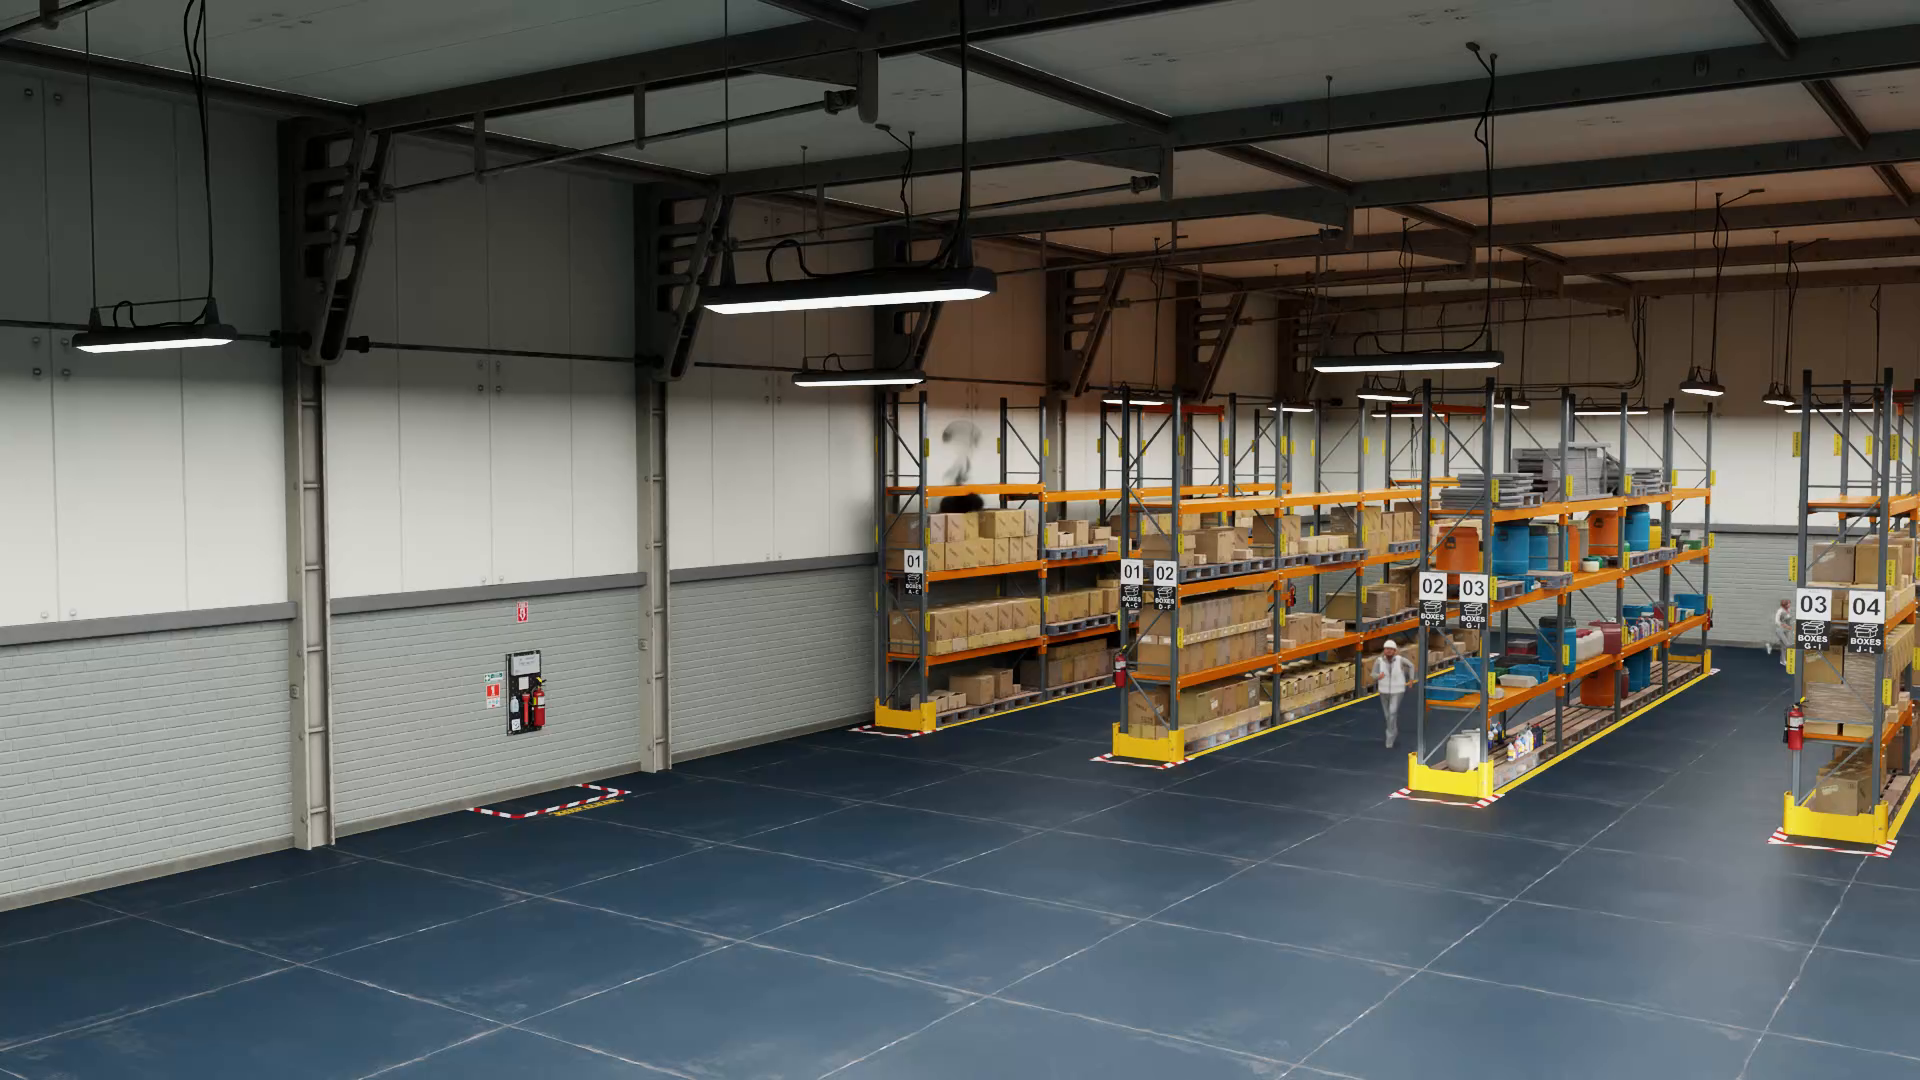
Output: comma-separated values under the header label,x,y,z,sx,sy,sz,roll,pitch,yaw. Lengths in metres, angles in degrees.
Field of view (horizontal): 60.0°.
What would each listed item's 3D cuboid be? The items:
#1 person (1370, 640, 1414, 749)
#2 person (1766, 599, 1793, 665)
label,x,y,z,sx,sy,sz,roll,pitch,yaw
person,7.261,2.574,27.972,0.678,1.815,0.851,1,3,24
person,18.959,2.118,38.415,0.575,1.557,0.654,-2,4,-36
